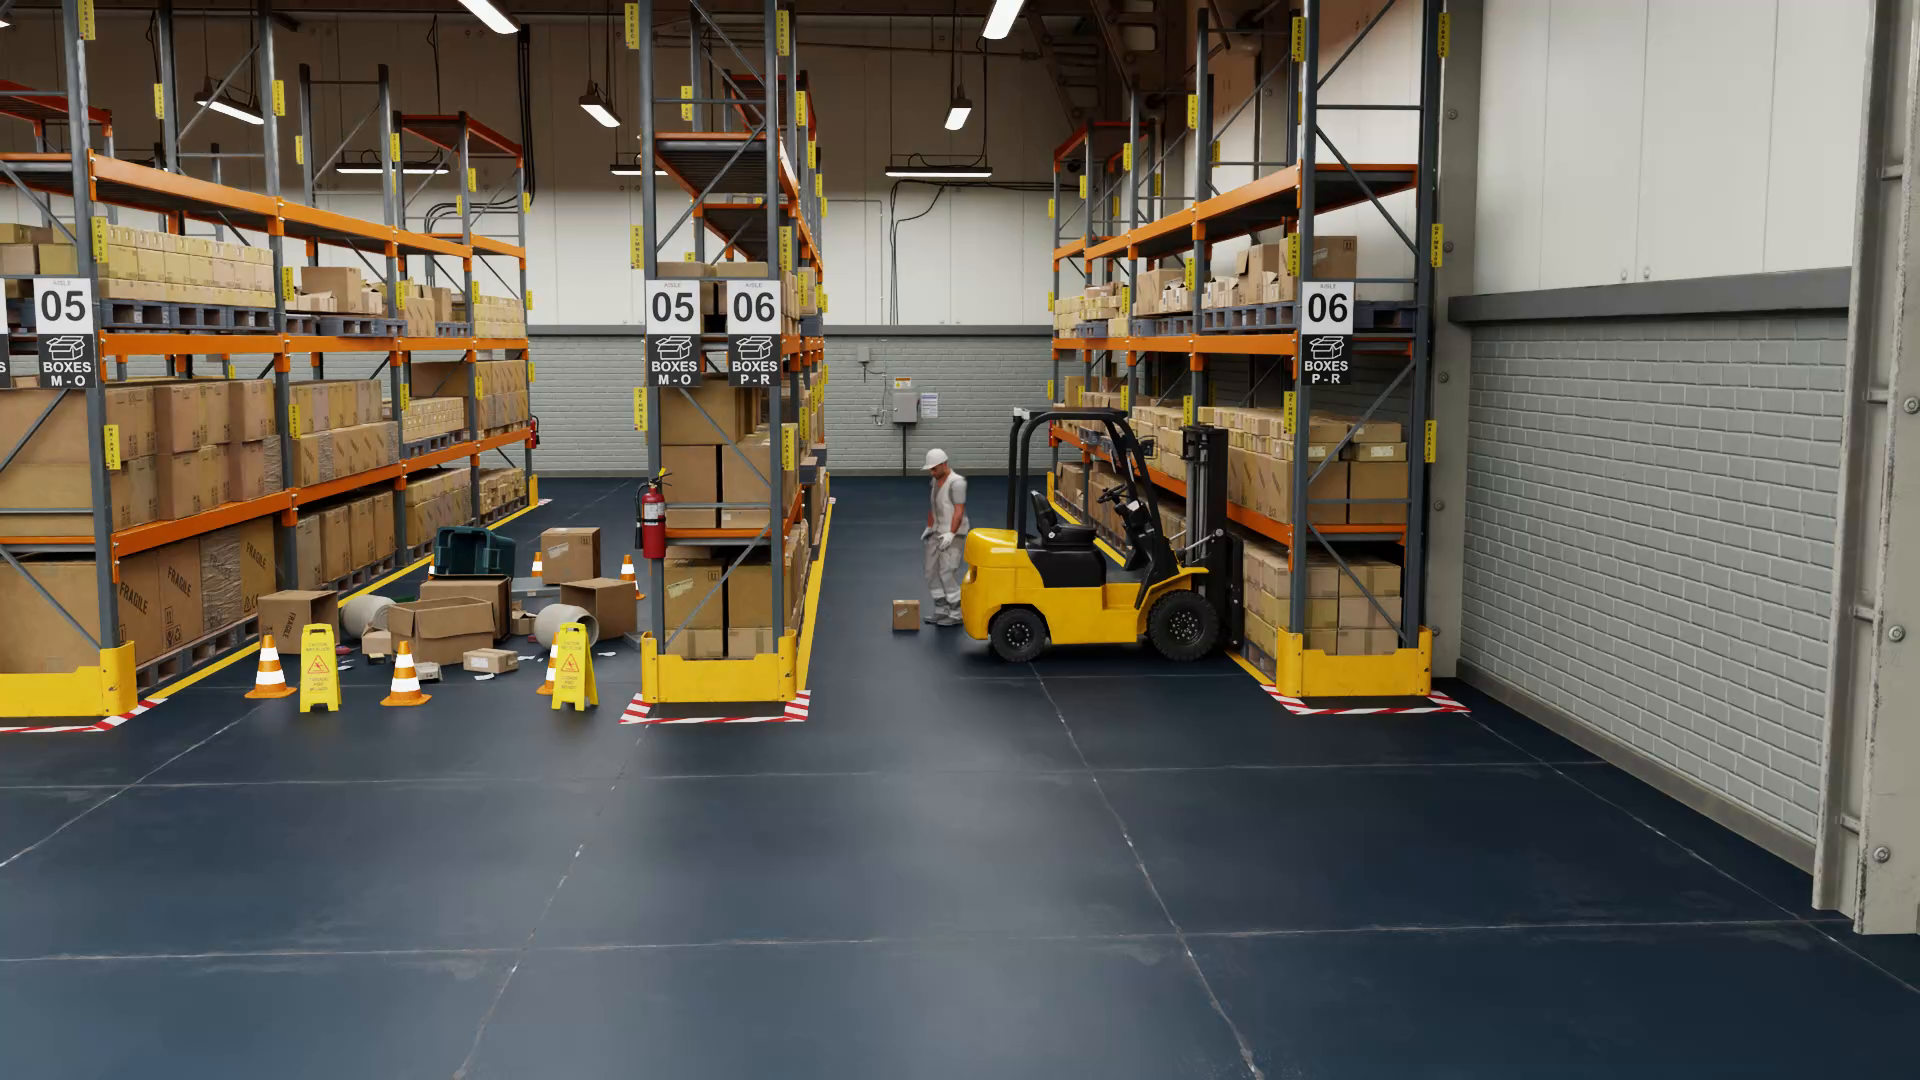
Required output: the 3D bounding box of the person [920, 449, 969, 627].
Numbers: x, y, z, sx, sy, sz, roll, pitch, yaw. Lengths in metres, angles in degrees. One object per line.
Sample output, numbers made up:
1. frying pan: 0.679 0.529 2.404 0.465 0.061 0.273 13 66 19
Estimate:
1. person: -0.151 -0.031 16.183 0.477 1.724 0.547 -4 8 -31
